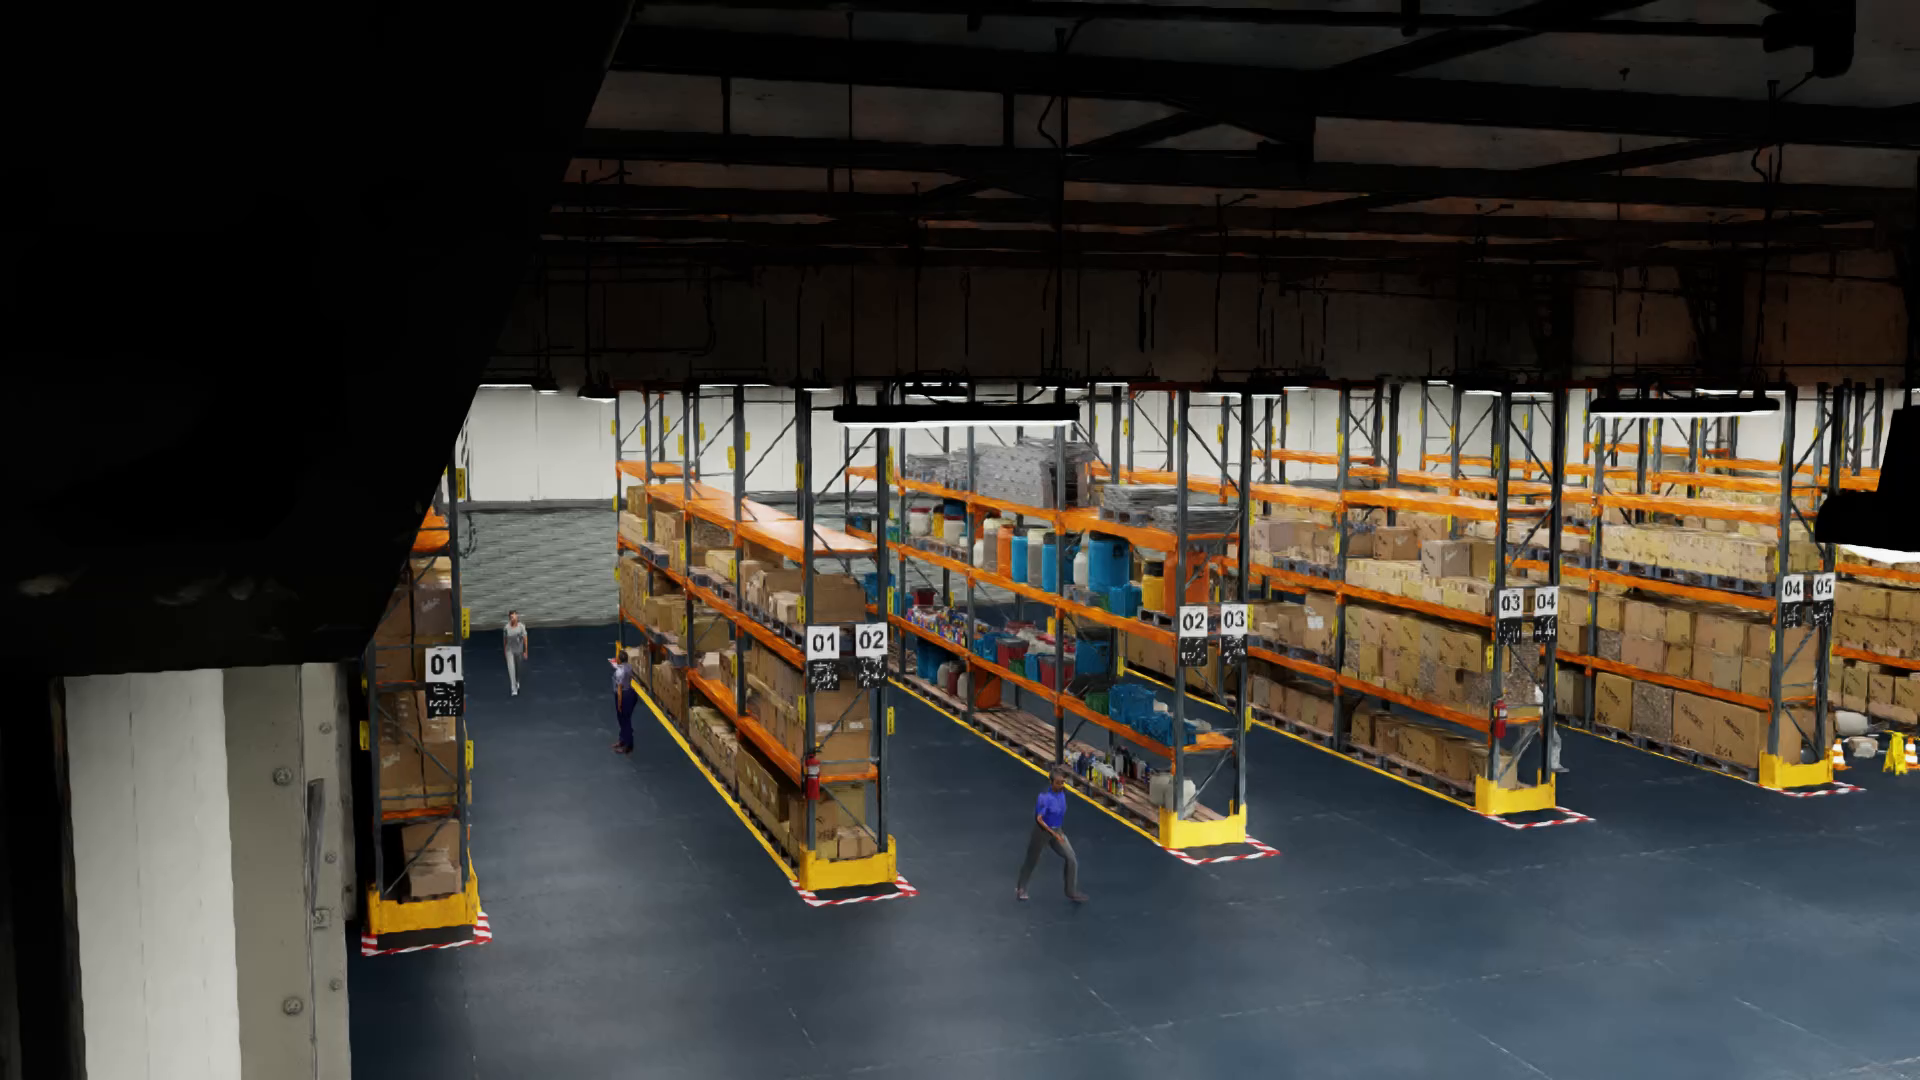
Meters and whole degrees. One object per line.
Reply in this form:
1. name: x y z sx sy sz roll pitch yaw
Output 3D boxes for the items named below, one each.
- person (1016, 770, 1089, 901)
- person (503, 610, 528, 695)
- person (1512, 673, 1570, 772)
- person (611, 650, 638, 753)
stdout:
1. person: 1.058 3.461 19.607 0.617 1.590 0.812 -5 8 -38
2. person: -8.554 2.142 32.021 0.455 1.612 1.019 -2 6 -20
3. person: 8.965 2.810 25.785 0.661 1.595 0.805 -5 8 -37
4. person: -5.546 2.627 27.250 0.462 1.652 0.523 1 6 11
